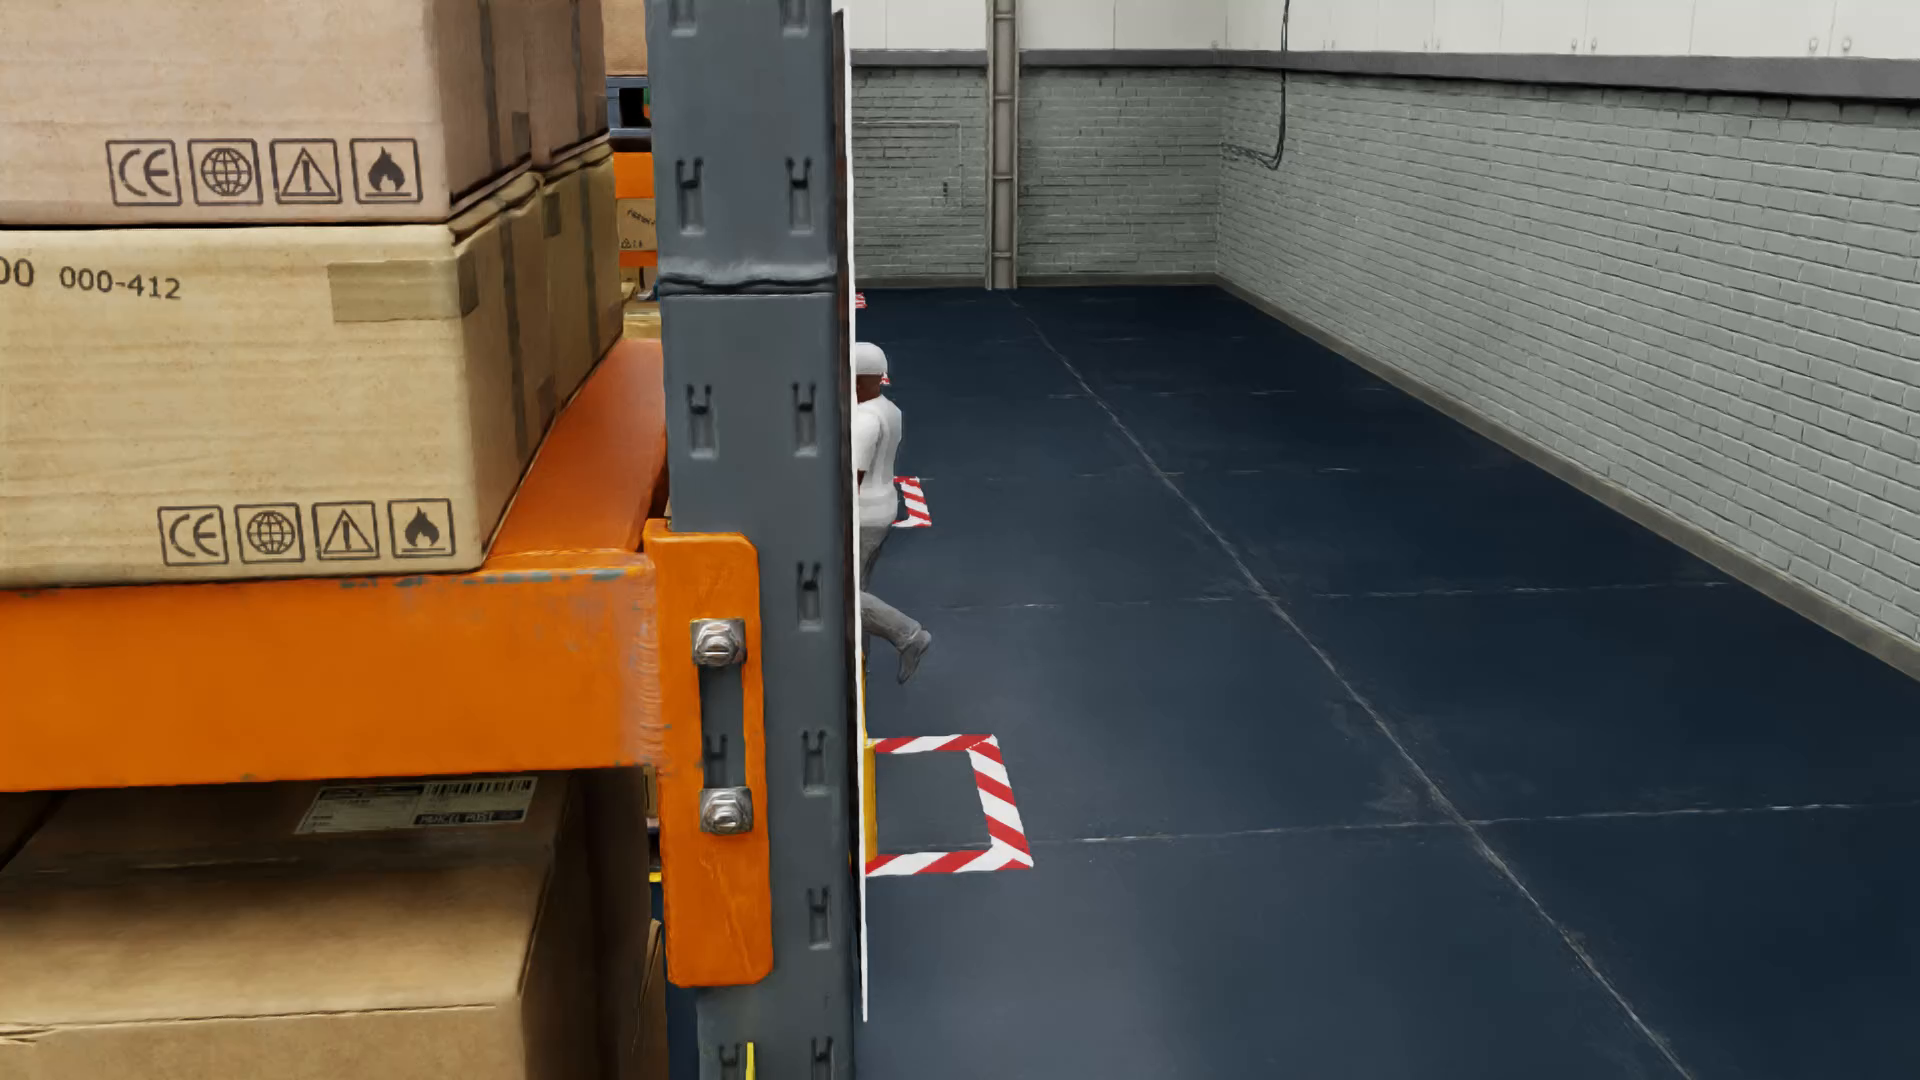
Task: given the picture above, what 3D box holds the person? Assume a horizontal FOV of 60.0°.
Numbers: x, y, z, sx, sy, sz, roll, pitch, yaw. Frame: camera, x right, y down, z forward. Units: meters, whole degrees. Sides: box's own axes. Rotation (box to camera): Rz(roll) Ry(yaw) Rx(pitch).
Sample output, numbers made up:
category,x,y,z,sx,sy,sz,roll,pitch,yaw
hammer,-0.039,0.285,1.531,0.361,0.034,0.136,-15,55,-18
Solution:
category,x,y,z,sx,sy,sz,roll,pitch,yaw
person,-0.450,-0.103,8.308,0.669,1.758,0.606,3,17,9
